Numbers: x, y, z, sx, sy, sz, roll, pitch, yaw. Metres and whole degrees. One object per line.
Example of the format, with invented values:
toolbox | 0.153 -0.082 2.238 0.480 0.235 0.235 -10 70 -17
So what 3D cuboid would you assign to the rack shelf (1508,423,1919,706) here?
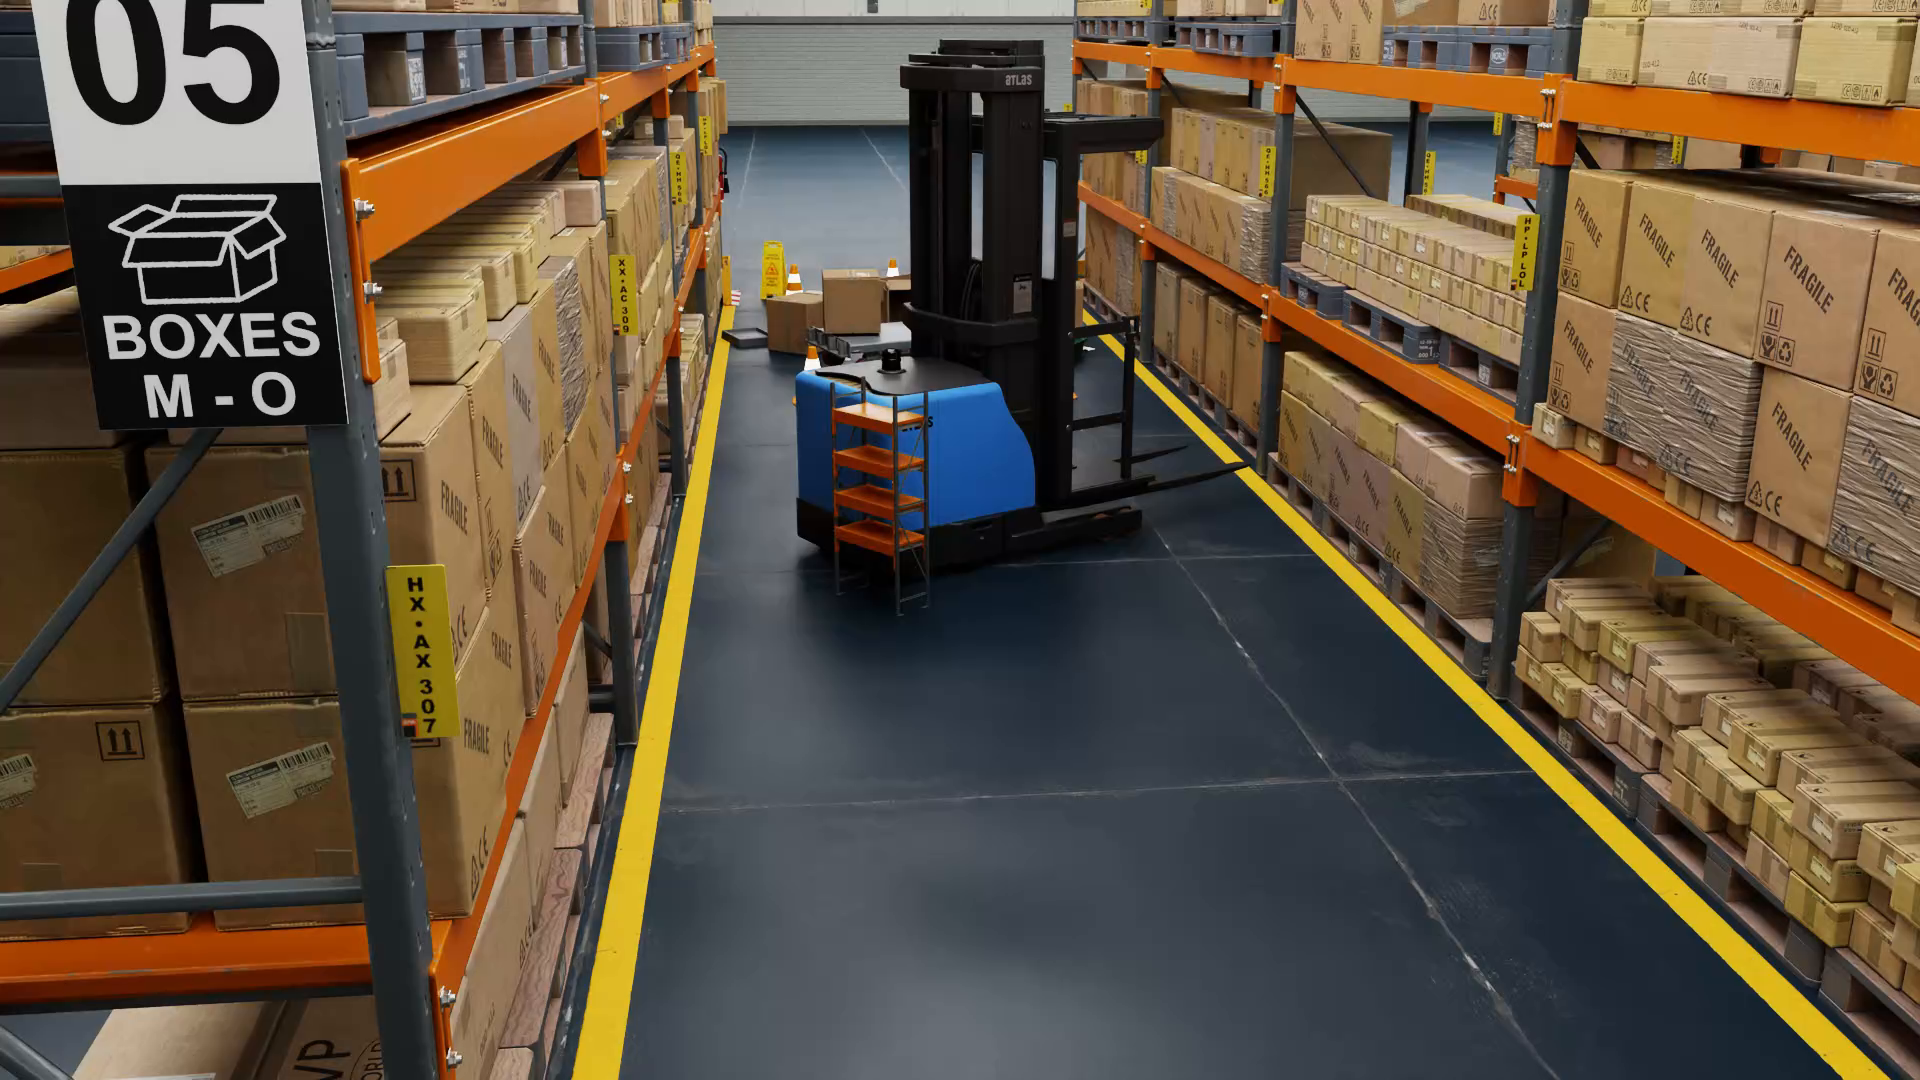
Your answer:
rack shelf | 3.202 0.231 5.635 1.077 0.370 4.000 -2 18 -6

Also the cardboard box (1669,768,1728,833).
cardboard box | 2.888 0.955 6.185 0.380 0.149 0.250 -2 18 -7

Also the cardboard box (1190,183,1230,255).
cardboard box | 2.111 -2.524 13.041 0.500 0.500 0.500 -2 17 -5

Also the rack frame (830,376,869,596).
rack frame | -0.601 -0.289 9.095 0.015 1.200 0.240 17 24 42

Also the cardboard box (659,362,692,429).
cardboard box | -2.462 -1.052 12.206 0.950 0.372 0.625 -2 18 -7

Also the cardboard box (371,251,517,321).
cardboard box | -1.385 -0.669 4.381 0.380 0.149 0.250 -2 18 -5

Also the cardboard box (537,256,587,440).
cardboard box | -1.488 -0.615 5.293 0.500 0.500 0.500 -2 17 -5

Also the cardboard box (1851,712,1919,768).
cardboard box | 3.416 0.729 5.911 0.380 0.149 0.250 -2 18 -6

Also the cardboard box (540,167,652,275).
cardboard box | -1.866 -1.644 8.570 0.500 0.500 0.500 -2 18 -7

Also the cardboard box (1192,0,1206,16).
cardboard box | 2.057 -4.226 13.172 0.380 0.149 0.250 -2 18 -6

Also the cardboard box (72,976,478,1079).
cardboard box | -1.672 1.495 3.984 0.875 0.438 0.875 -2 18 -8

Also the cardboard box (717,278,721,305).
cardboard box | -2.759 -2.602 17.346 0.500 0.250 0.500 -2 18 -5

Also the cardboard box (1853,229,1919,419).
cardboard box | 2.999 -0.618 4.803 0.500 0.500 0.500 -1 17 -3

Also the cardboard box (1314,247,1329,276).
cardboard box | 2.456 -1.761 10.497 0.380 0.149 0.250 -1 17 -3

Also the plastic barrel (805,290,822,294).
plastic barrel | -1.436 -2.303 16.805 0.512 0.421 0.421 11 21 32

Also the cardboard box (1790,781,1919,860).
cardboard box | 2.933 0.902 5.361 0.380 0.149 0.250 -1 17 -4

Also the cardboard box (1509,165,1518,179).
cardboard box | 6.494 -4.195 18.949 0.380 0.149 0.250 -2 18 -6

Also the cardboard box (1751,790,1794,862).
cardboard box | 2.940 0.967 5.650 0.380 0.149 0.250 -1 17 -3

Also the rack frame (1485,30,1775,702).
rack frame | 2.996 -0.708 7.425 1.000 3.000 0.127 -2 18 -6

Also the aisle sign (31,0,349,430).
aisle sign | -1.209 -0.561 2.617 0.394 0.787 0.004 -2 18 -6

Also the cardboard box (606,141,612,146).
cardboard box | -2.826 -2.701 12.407 0.500 0.500 0.500 -2 18 -8

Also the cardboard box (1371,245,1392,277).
cardboard box | 2.568 -1.589 9.451 0.380 0.149 0.250 -2 18 -6

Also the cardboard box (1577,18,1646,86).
cardboard box | 2.781 -1.922 6.533 0.500 0.250 0.500 -1 17 -3

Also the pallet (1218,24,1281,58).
pallet | 2.464 -3.431 11.406 1.213 0.211 1.003 -1 17 -3

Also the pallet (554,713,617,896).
pallet | -1.917 1.034 6.531 1.003 0.211 1.213 -2 18 -6

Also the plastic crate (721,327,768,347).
plastic crate | -2.089 -2.009 16.442 0.402 0.080 0.583 -8 19 -25

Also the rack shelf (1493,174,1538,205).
rack shelf | 6.908 -3.468 17.415 1.077 0.370 4.000 -2 18 -6

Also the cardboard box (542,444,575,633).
cardboard box | -1.452 0.016 4.951 0.500 0.500 0.500 -1 17 -4

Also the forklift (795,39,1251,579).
forklift | 0.513 -1.508 10.088 3.031 2.935 1.130 -12 21 -34

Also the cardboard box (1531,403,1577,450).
cardboard box | 2.699 -0.494 7.162 0.380 0.149 0.250 -1 17 -4

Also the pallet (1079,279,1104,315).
pallet | 1.918 -2.717 18.480 1.003 0.211 1.213 -2 18 -6

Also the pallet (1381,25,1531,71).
pallet | 2.928 -2.546 8.585 1.213 0.211 1.003 -2 18 -6

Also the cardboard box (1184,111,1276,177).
cardboard box | 2.283 -3.316 13.894 0.700 0.500 0.500 -2 18 -7

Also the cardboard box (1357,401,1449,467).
cardboard box | 2.559 -0.599 9.296 0.500 0.250 0.500 -3 18 -8

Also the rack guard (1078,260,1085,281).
rack guard | 1.756 -3.098 19.211 1.175 0.500 0.348 -2 18 -6

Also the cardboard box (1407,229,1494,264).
cardboard box | 2.627 -1.575 8.910 0.380 0.149 0.250 -3 18 -8

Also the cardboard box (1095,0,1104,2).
cardboard box | 1.659 -5.580 16.821 0.500 0.250 0.500 -2 18 -6

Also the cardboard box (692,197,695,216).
cardboard box | -2.343 -2.690 13.455 0.380 0.149 0.250 -2 18 -7

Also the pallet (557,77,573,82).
pallet | -2.061 -2.137 7.287 0.805 0.209 1.217 -2 18 -8

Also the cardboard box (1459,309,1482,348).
cardboard box | 2.707 -1.053 8.241 0.380 0.149 0.250 -2 18 -6

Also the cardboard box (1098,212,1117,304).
cardboard box | 1.987 -3.008 17.597 0.875 0.875 0.875 -2 18 -7

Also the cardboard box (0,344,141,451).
cardboard box | -1.741 -0.269 3.105 0.380 0.149 0.250 -2 17 -5

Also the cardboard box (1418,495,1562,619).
cardboard box | 2.669 0.071 8.415 0.500 0.500 0.500 -2 18 -7

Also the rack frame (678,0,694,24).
rack frame | -2.743 -5.771 13.536 1.000 3.000 0.127 -2 18 -6

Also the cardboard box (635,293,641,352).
cardboard box | -1.764 -0.987 7.727 0.500 0.250 0.500 -2 17 -5

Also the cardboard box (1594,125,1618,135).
cardboard box | 6.691 -4.305 16.549 0.500 0.500 0.500 -2 18 -6

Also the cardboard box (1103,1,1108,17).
cardboard box | 1.632 -5.279 16.528 0.380 0.149 0.250 -2 18 -5

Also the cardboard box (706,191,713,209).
cardboard box | -2.579 -3.274 16.017 0.380 0.149 0.250 -2 18 -5

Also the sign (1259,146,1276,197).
sign | 2.031 -2.434 10.990 0.100 0.325 0.005 -2 18 -6

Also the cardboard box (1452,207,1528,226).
cardboard box | 3.172 -1.900 9.947 0.380 0.149 0.250 -1 17 -4

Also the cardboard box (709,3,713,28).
cardboard box | -2.834 -5.458 17.300 0.500 0.250 0.500 -2 18 -6

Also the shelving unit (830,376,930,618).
shelving unit | -0.428 -0.237 8.930 0.503 1.200 0.258 17 24 42

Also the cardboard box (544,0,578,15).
cardboard box | -1.533 -1.960 5.761 0.396 0.266 0.258 -1 17 -4

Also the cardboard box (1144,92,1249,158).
cardboard box | 2.167 -3.790 15.187 0.875 0.550 0.550 -2 18 -6

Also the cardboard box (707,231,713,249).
cardboard box | -2.543 -2.841 15.772 0.380 0.149 0.250 -1 17 -4

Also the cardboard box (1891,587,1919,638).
cardboard box | 3.017 0.211 4.918 0.380 0.149 0.250 -3 18 -8

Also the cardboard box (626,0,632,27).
cardboard box | -1.700 -2.433 7.600 0.380 0.166 0.250 -3 18 -9

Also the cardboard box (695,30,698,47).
cardboard box | -2.500 -4.400 14.597 0.380 0.149 0.250 -2 18 -6
